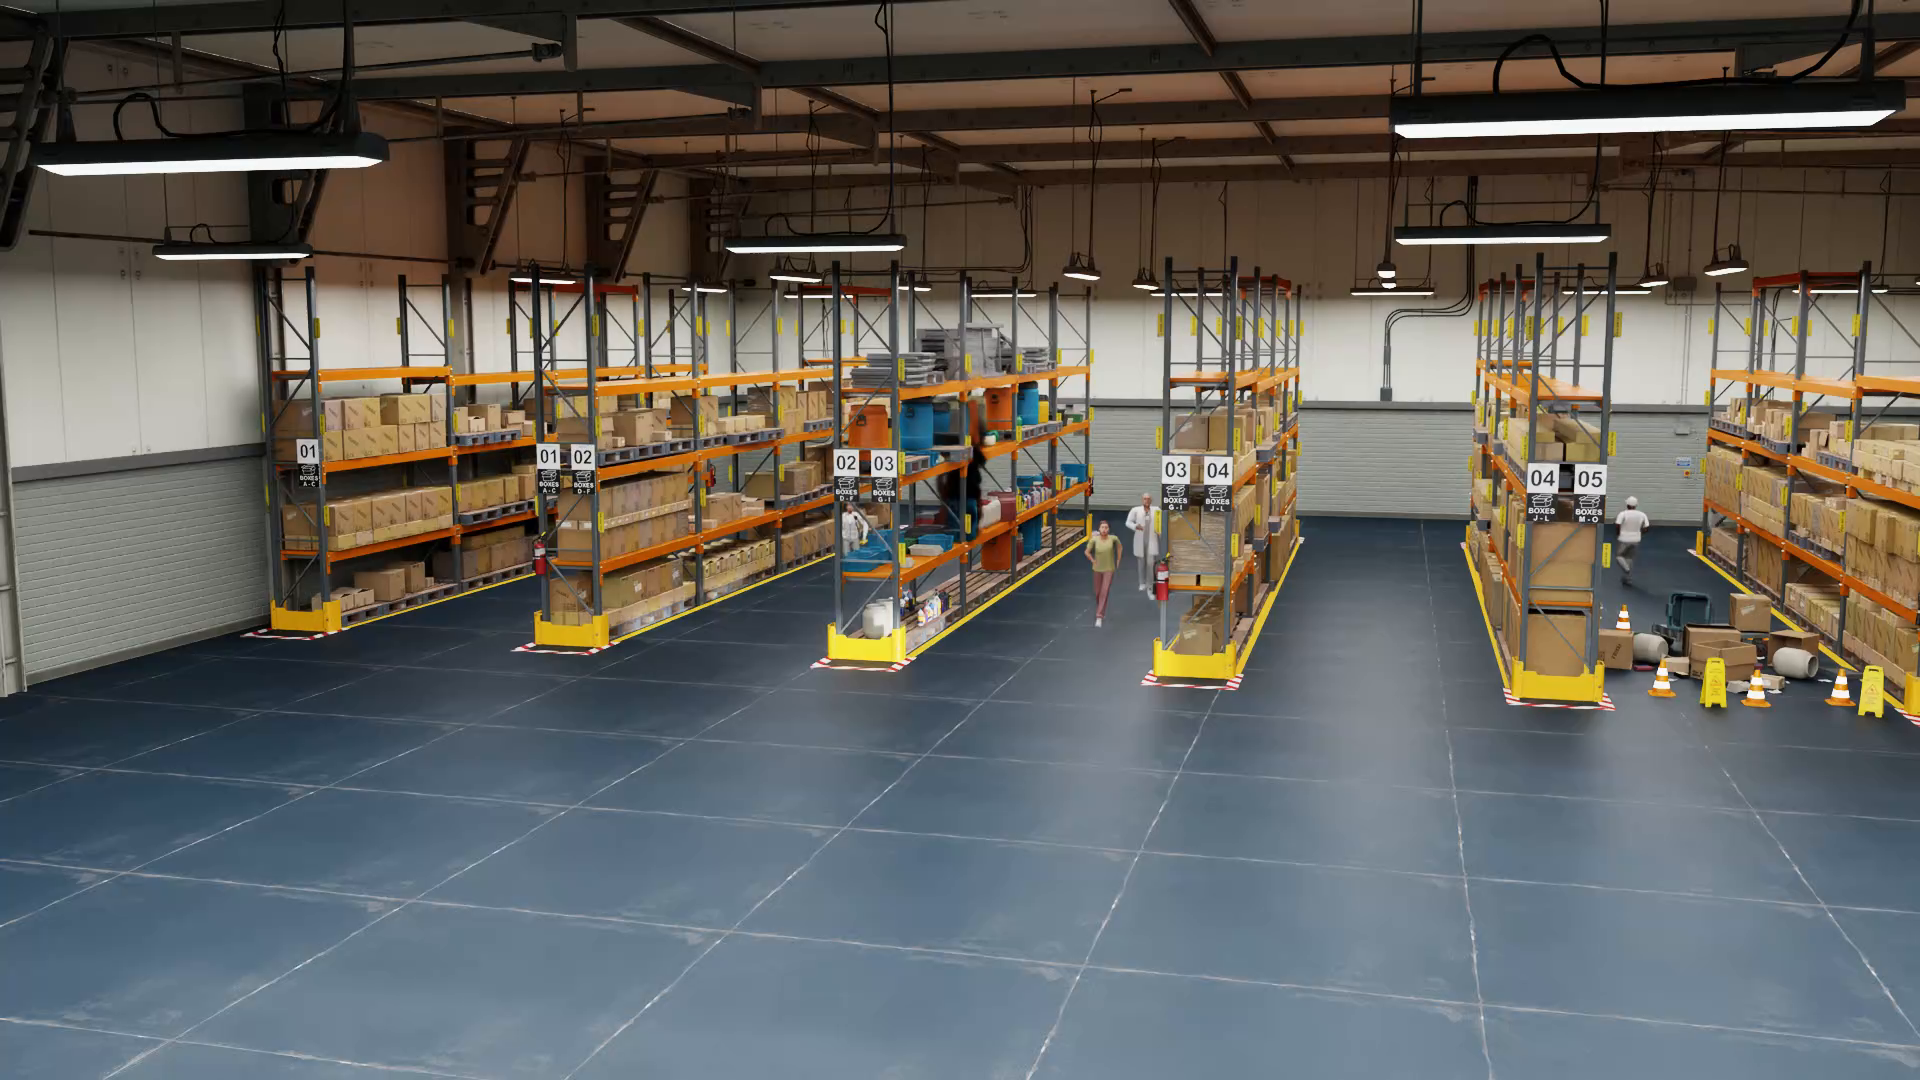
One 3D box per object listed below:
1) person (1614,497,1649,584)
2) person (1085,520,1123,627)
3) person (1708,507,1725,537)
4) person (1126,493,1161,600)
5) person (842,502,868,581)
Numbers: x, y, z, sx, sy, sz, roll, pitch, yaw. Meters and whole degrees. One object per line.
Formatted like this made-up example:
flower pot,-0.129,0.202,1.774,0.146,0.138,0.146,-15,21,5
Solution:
person,13.184,-0.007,32.786,0.692,1.718,0.558,0,7,0
person,2.304,0.517,26.726,0.601,1.651,0.872,1,7,7
person,17.363,-0.608,38.028,0.715,1.642,0.640,6,9,39
person,3.292,0.087,29.645,0.686,1.869,0.832,1,7,7
person,-2.153,-0.002,33.106,0.623,1.666,0.561,0,7,4
